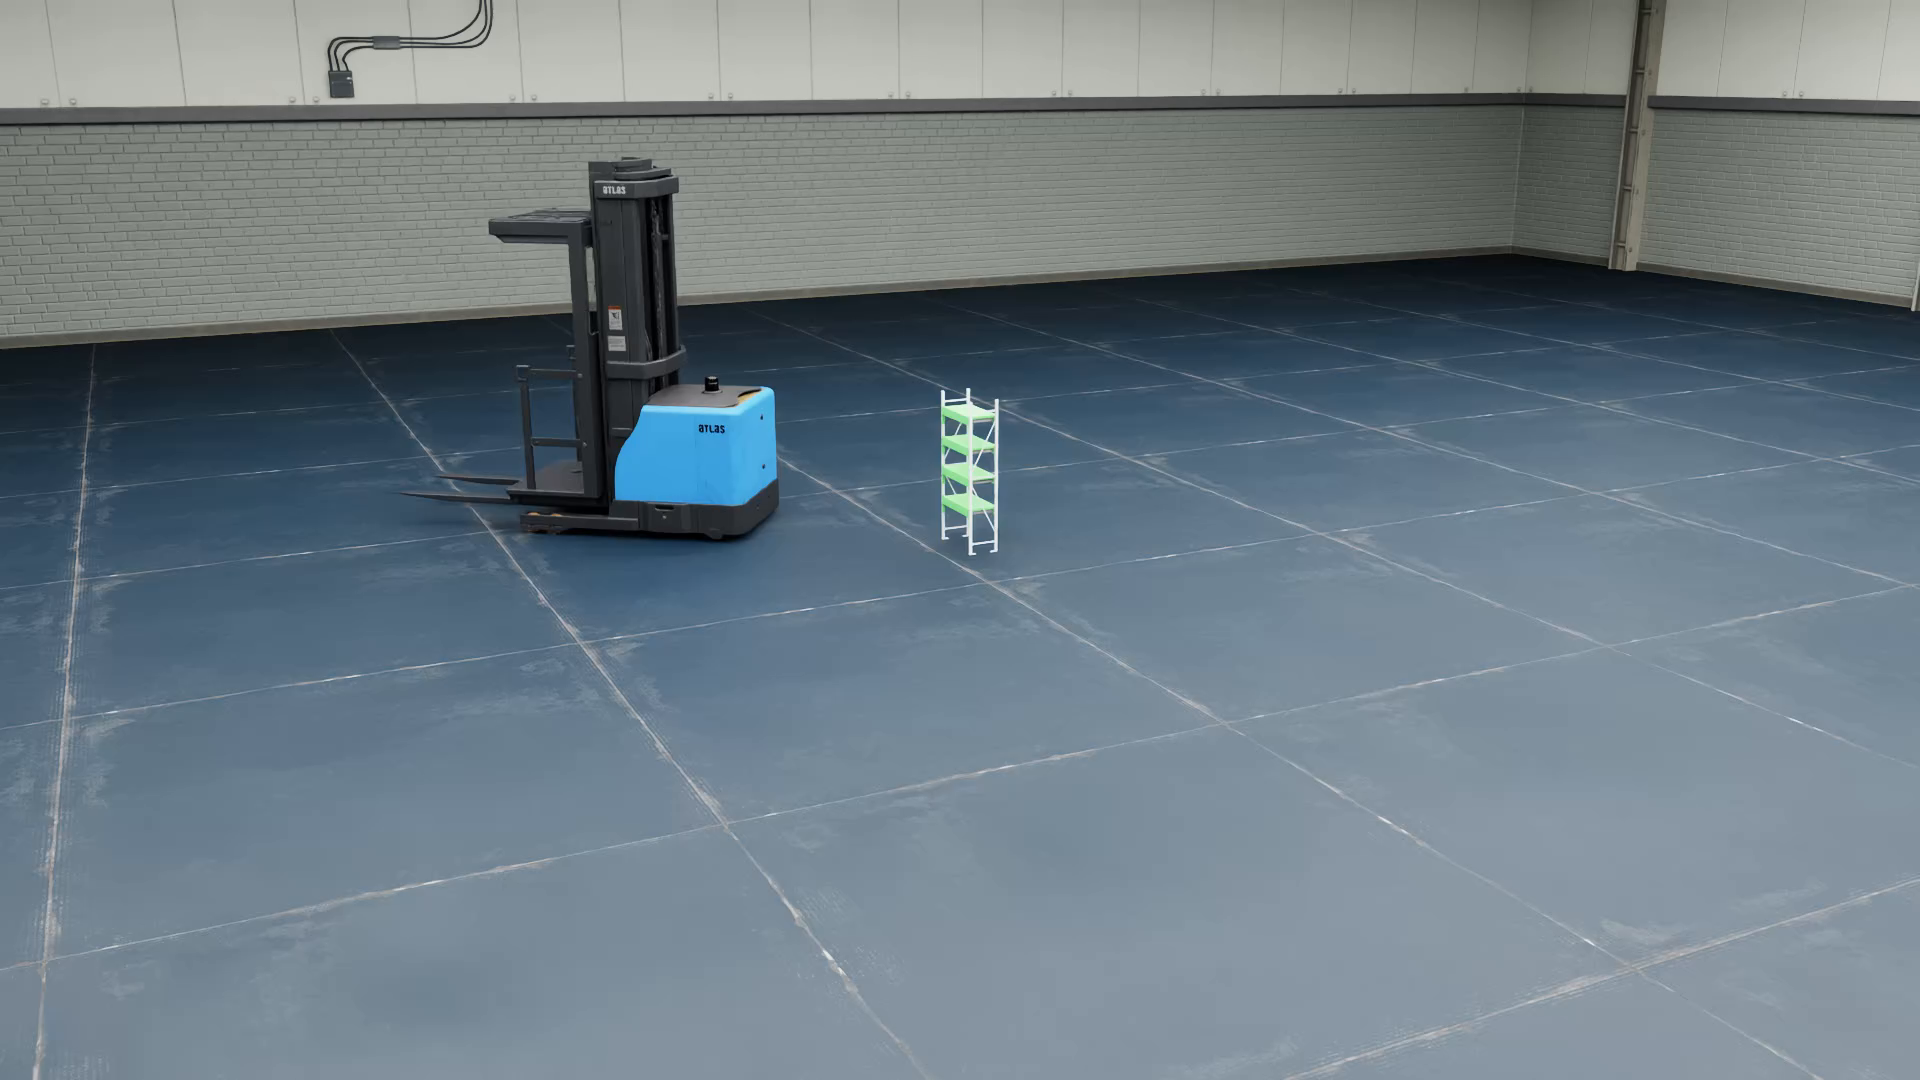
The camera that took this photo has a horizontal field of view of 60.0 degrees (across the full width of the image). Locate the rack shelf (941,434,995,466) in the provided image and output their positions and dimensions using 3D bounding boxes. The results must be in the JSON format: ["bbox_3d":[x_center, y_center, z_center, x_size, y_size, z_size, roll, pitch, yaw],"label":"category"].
[{"bbox_3d":[0.073,-0.705,12.894,0.258,0.148,0.480,-8,18,-25],"label":"rack shelf"}]

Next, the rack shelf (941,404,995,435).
[{"bbox_3d":[0.073,-0.936,12.827,0.258,0.148,0.480,-8,18,-25],"label":"rack shelf"}]

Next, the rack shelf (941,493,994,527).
[{"bbox_3d":[0.073,-0.244,13.026,0.258,0.148,0.480,-8,18,-25],"label":"rack shelf"}]

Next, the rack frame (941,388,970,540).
[{"bbox_3d":[-0.034,-0.596,13.153,0.240,1.200,0.015,-8,18,-25],"label":"rack frame"}]

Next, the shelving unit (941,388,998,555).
[{"bbox_3d":[0.073,-0.536,12.942,0.258,1.200,0.503,-8,18,-25],"label":"shelving unit"}]

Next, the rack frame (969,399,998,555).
[{"bbox_3d":[0.179,-0.475,12.731,0.240,1.200,0.015,-8,18,-25],"label":"rack frame"}]

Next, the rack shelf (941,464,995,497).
[{"bbox_3d":[0.073,-0.474,12.960,0.258,0.148,0.480,-8,18,-25],"label":"rack shelf"}]

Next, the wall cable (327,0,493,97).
[{"bbox_3d":[-7.685,-9.168,22.719,2.305,6.003,0.169,-8,18,-25],"label":"wall cable"}]

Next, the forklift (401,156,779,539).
[{"bbox_3d":[-3.092,-1.594,13.491,3.031,2.935,1.130,3,16,10],"label":"forklift"}]

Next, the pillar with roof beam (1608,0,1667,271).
[{"bbox_3d":[8.322,-8.786,27.553,9.100,9.000,0.400,-8,18,-25],"label":"pillar with roof beam"}]

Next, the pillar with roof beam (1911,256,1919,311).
[{"bbox_3d":[10.951,-7.298,22.369,9.100,9.000,0.400,-8,18,-25],"label":"pillar with roof beam"}]
